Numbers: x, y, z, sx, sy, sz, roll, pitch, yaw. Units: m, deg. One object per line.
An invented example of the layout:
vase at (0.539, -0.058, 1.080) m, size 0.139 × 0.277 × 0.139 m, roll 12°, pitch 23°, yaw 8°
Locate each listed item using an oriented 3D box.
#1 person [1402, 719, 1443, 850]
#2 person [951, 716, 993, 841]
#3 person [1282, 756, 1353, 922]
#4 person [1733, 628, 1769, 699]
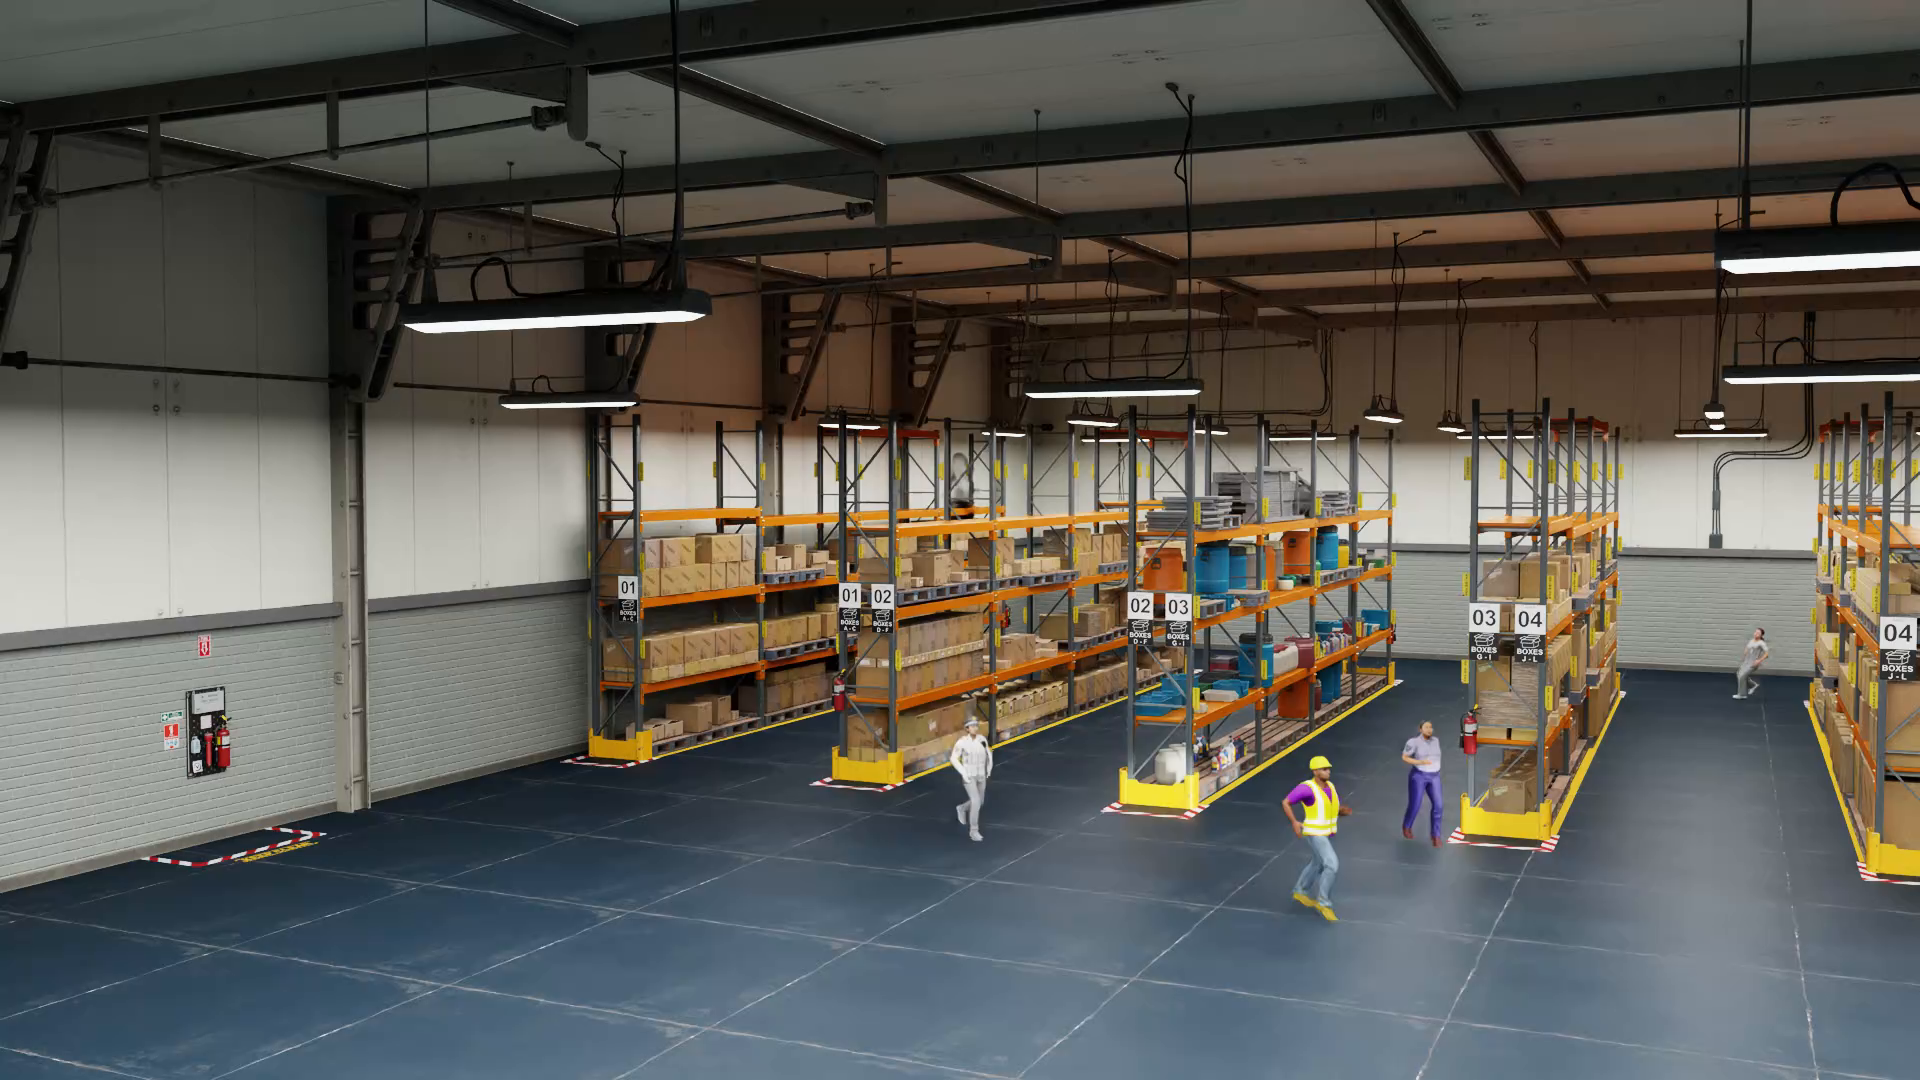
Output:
person at (6.235, 3.264, 22.344) m, size 0.606 × 1.687 × 0.758 m, roll 0°, pitch 2°, yaw -6°
person at (0.146, 3.235, 22.799) m, size 0.625 × 1.698 × 0.660 m, roll -1°, pitch 3°, yaw -30°
person at (4.055, 3.349, 18.736) m, size 0.770 × 1.831 × 0.670 m, roll 2°, pitch 3°, yaw 44°
person at (17.328, 2.702, 36.394) m, size 0.596 × 1.585 × 0.633 m, roll 0°, pitch 2°, yaw -9°
